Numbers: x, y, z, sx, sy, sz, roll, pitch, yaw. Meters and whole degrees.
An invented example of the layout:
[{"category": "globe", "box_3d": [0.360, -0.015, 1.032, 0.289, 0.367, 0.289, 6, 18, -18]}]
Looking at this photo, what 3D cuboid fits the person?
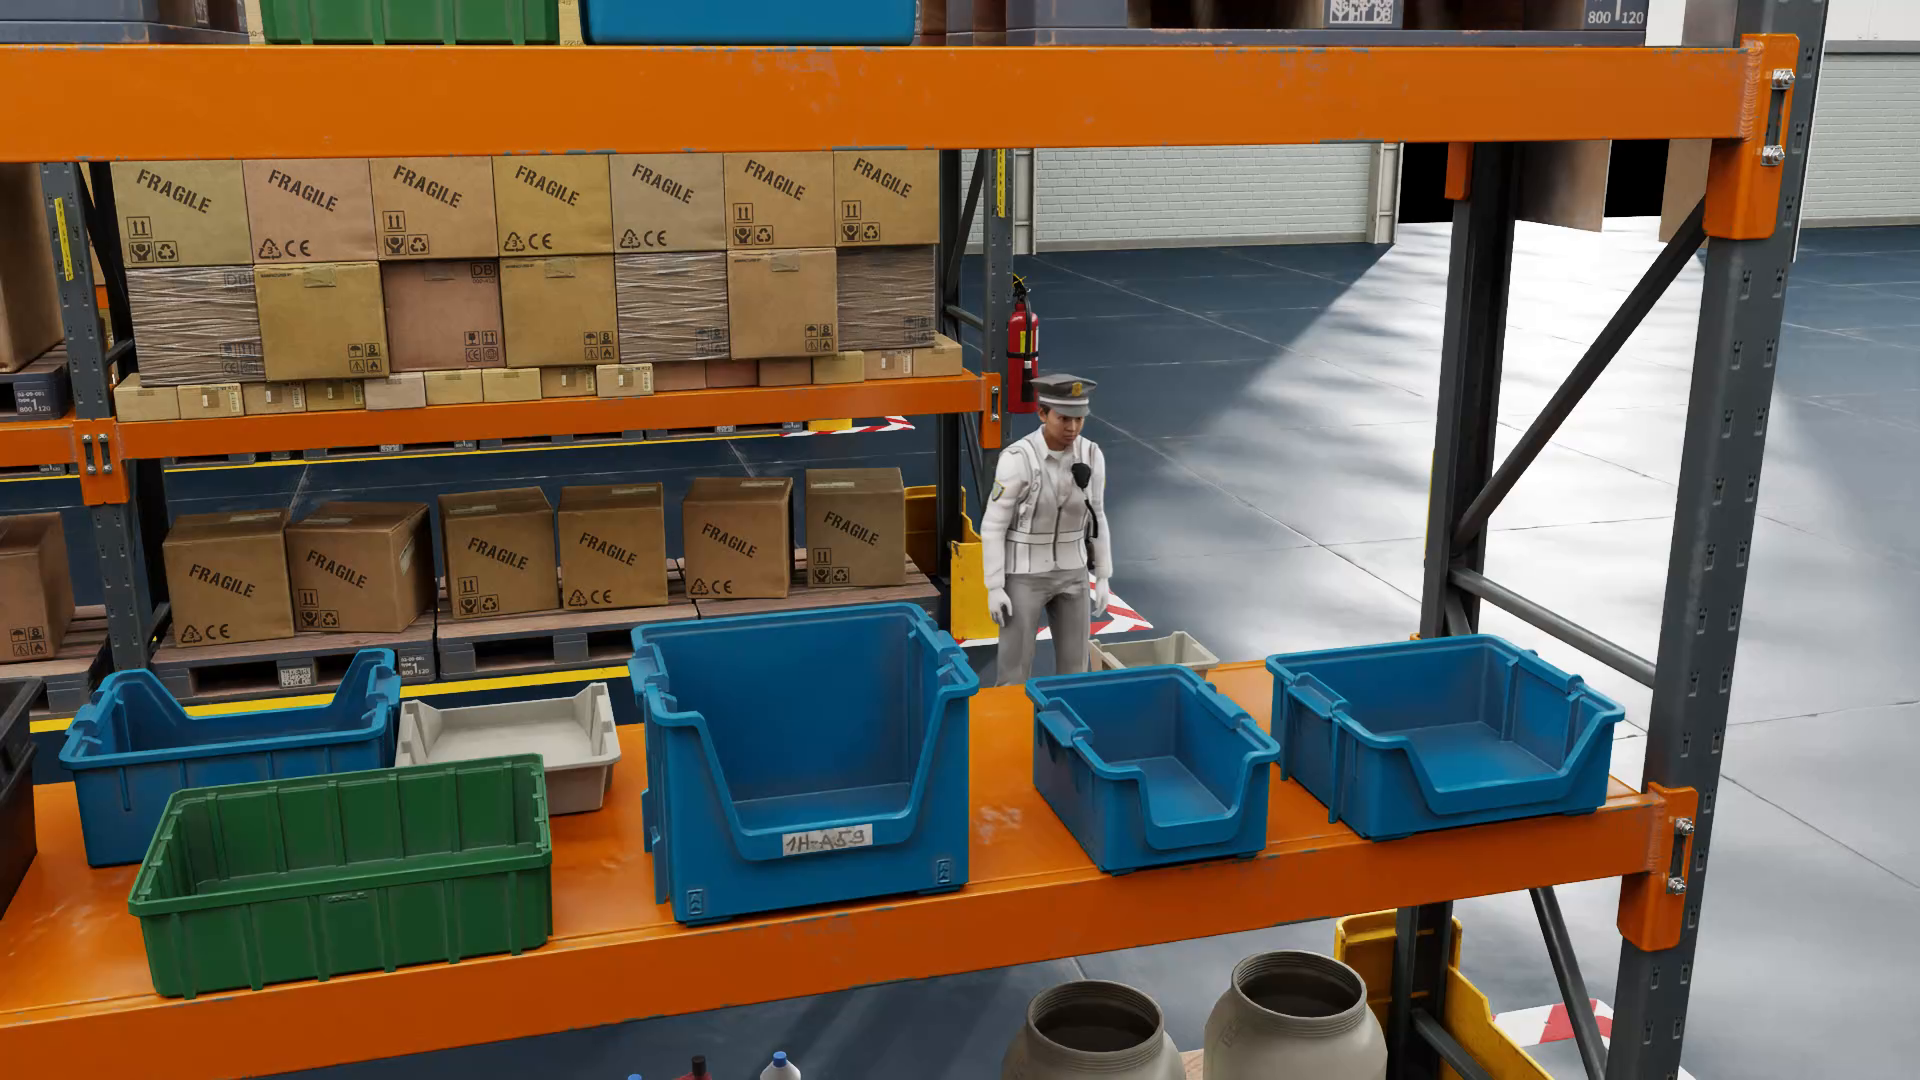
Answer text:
[{"category": "person", "box_3d": [0.346, 0.178, 6.409, 0.543, 1.662, 0.415, -6, 17, -19]}]
